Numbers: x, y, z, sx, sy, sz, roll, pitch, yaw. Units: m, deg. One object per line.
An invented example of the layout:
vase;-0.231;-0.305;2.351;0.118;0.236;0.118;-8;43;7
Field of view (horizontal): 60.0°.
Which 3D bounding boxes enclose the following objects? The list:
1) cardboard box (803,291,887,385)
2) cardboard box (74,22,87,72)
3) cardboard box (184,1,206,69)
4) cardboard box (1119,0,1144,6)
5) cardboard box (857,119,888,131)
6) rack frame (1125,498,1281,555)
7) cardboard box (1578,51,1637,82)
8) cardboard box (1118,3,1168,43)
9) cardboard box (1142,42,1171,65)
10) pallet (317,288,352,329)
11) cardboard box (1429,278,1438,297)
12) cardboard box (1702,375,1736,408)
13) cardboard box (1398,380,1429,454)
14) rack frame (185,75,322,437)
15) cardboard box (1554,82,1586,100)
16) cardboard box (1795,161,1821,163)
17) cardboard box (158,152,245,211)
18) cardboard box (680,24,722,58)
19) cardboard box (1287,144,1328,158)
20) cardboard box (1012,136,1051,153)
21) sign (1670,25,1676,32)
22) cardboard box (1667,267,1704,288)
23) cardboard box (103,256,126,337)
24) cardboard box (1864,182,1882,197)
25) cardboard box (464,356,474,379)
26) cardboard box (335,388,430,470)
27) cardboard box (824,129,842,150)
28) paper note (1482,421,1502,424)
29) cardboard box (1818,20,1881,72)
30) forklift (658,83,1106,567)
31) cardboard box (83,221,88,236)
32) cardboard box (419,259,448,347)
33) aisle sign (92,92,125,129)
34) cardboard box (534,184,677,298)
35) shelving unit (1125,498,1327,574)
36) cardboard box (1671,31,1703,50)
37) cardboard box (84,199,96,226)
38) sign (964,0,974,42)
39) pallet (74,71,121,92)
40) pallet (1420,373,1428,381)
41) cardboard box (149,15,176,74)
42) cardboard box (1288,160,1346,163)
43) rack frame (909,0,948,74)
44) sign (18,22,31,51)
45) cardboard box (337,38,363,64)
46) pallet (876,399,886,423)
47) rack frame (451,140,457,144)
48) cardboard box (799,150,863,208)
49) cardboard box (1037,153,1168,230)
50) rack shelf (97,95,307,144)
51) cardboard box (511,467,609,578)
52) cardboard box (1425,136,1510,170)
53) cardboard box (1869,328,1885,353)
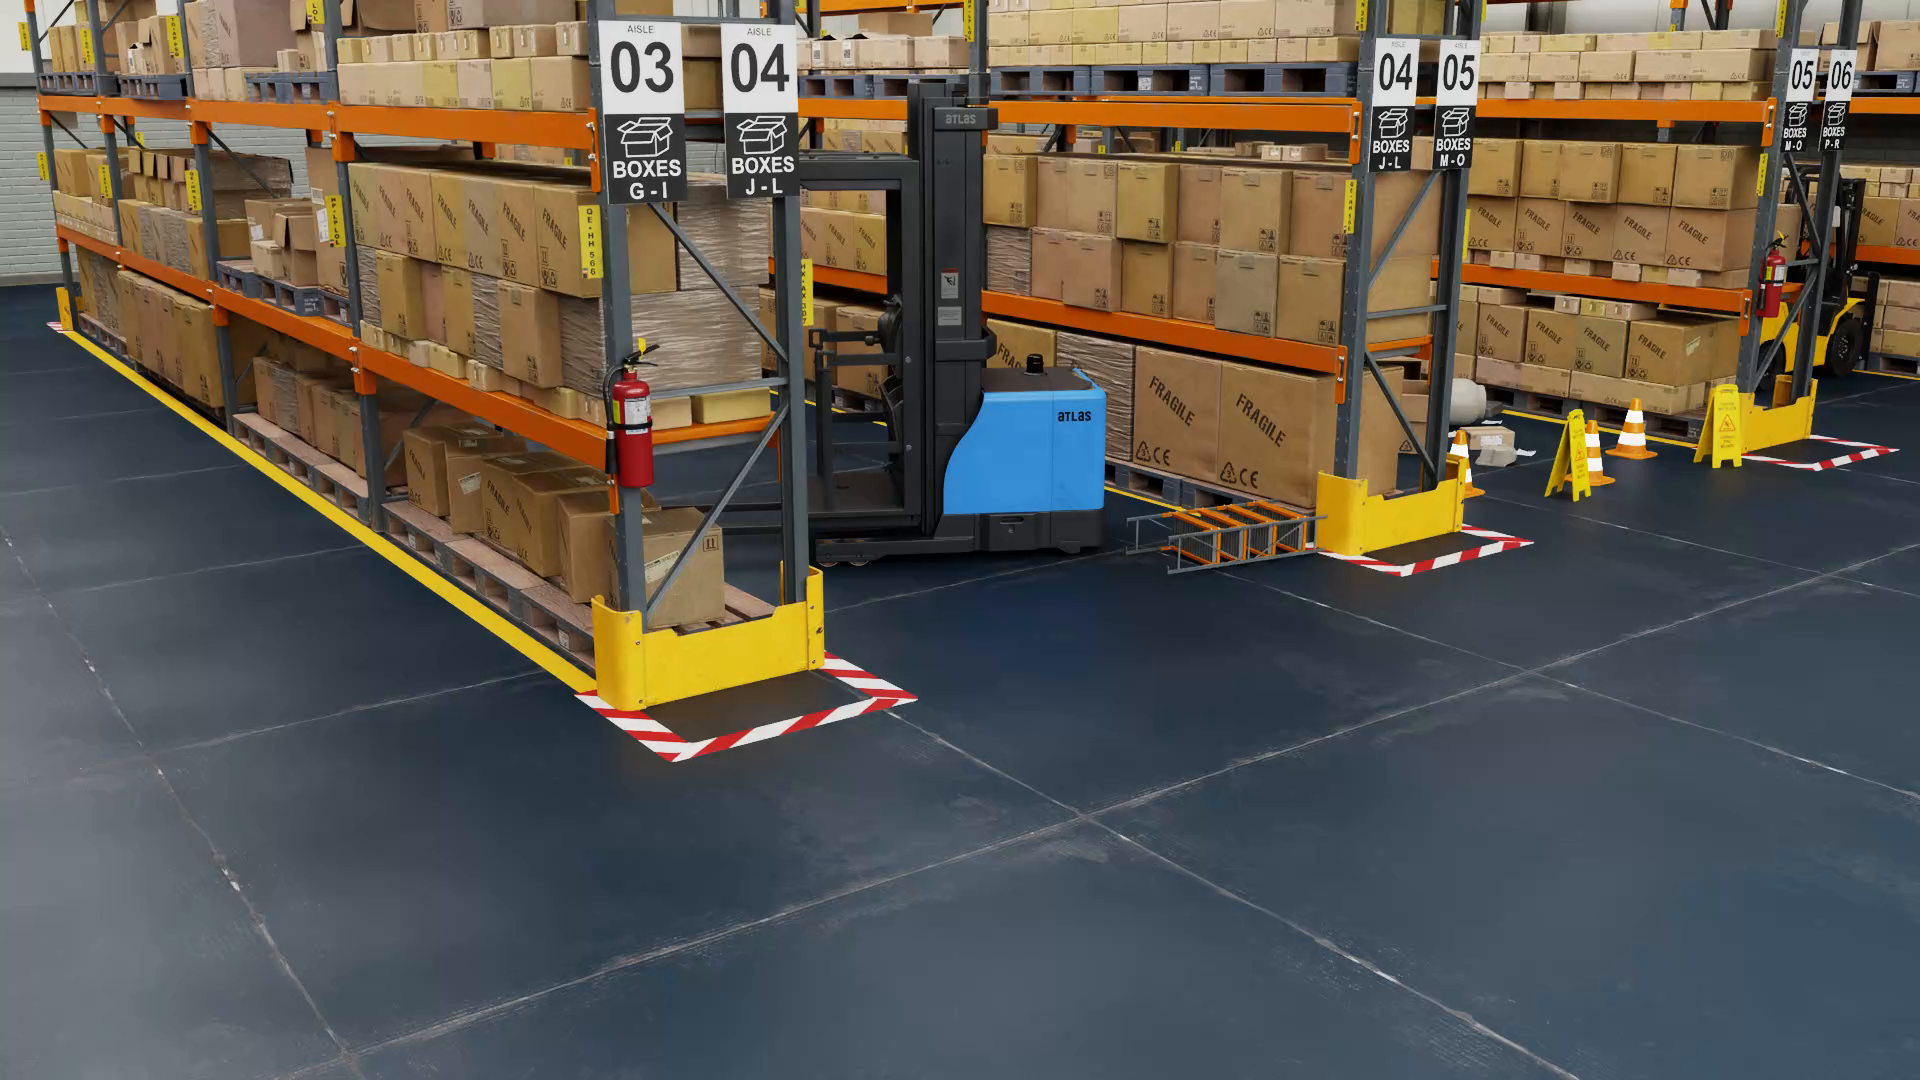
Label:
cardboard box;-1.041;-1.965;16.040;1.050;0.750;0.750;-11;19;-34
cardboard box;-9.088;-5.303;17.912;0.700;0.500;0.500;-10;18;-32
cardboard box;-5.846;-4.025;13.283;0.500;0.500;0.500;-11;19;-34
cardboard box;1.342;-3.829;11.684;0.380;0.149;0.250;-11;19;-35
cardboard box;-1.235;-5.909;23.670;0.380;0.149;0.250;-11;19;-35
rack frame;1.596;-0.091;10.851;1.200;0.240;0.015;-7;17;-25
cardboard box;5.683;-4.063;14.276;0.500;0.250;0.500;-10;18;-33
cardboard box;1.463;-3.621;11.679;0.500;0.250;0.500;-11;19;-34
cardboard box;1.495;-3.390;11.589;0.380;0.149;0.250;-11;19;-34
pallet;-3.895;-1.669;11.854;1.003;0.211;1.213;-11;19;-35
cardboard box;4.607;-2.461;16.148;0.380;0.149;0.250;-11;19;-34
cardboard box;6.554;-1.351;14.743;0.500;0.250;0.500;-11;19;-35
cardboard box;3.724;-1.038;13.914;0.637;0.503;0.797;4;16;13
rack frame;-5.915;-2.430;14.271;1.000;3.000;0.127;-11;19;-35
cardboard box;5.430;-3.939;14.579;0.380;0.149;0.250;-11;19;-35
cardboard box;9.513;-4.152;18.581;0.380;0.149;0.250;-11;19;-35
cardboard box;-7.112;-3.402;15.734;0.797;0.503;0.637;-10;18;-33
cardboard box;-1.186;-2.383;7.947;0.380;0.149;0.250;-11;19;-35
cardboard box;3.741;-4.192;17.933;0.380;0.149;0.250;-10;18;-31
cardboard box;0.991;-4.783;20.788;0.500;0.500;0.500;-11;19;-34
sign;8.033;-5.647;18.767;0.100;0.325;0.005;-11;19;-35
cardboard box;6.173;-2.222;13.988;0.380;0.149;0.250;-11;19;-35
cardboard box;-9.119;-2.807;18.879;0.875;0.875;0.875;-11;19;-35
cardboard box;9.613;-3.693;17.467;0.380;0.149;0.250;-11;19;-34
cardboard box;-2.603;-0.997;9.513;0.380;0.149;0.250;-11;19;-35
cardboard box;-4.172;-0.821;12.296;0.700;0.500;0.500;-11;19;-35
cardboard box;-1.638;-5.736;24.266;0.500;0.500;0.500;-11;19;-34
paper note;4.764;-1.059;14.888;0.148;0.019;0.142;10;18;33
cardboard box;9.526;-5.200;17.530;0.797;0.503;0.637;-10;18;-33
forklift;-0.619;-1.393;10.612;3.031;2.935;1.130;-2;15;-7
cardboard box;-9.616;-3.506;18.678;0.380;0.149;0.250;-10;18;-34
cardboard box;-2.707;-1.458;9.968;0.875;0.500;0.500;-11;19;-35
aisle sign;-10.418;-5.454;20.395;0.394;0.787;0.004;-11;19;-35
cardboard box;-1.734;-1.474;8.134;0.500;0.500;0.500;-11;19;-35
shelving unit;1.703;-0.033;10.640;1.200;0.258;0.503;-7;17;-25
cardboard box;6.082;-4.109;13.689;0.380;0.149;0.250;-11;19;-35
cardboard box;-9.345;-3.627;18.368;0.500;0.250;0.500;-10;18;-33
sign;0.075;-4.085;13.063;0.100;0.325;0.005;-11;19;-35
pallet;-8.739;-4.864;17.652;1.003;0.211;1.213;-11;19;-35
pallet;4.877;-1.631;16.634;1.003;0.211;1.213;-11;19;-35
cardboard box;-6.910;-4.417;14.865;0.500;0.500;0.500;-10;18;-32
cardboard box;3.703;-3.677;17.279;0.500;0.500;0.500;-11;19;-34
rack frame;-0.251;-7.716;22.220;1.000;3.000;0.127;-11;19;-35
sign;-11.071;-5.960;19.680;0.100;0.325;0.005;-11;19;-35
cardboard box;-3.621;-3.025;10.293;0.380;0.149;0.250;-12;19;-36
pallet;-0.006;-1.132;14.812;1.003;0.211;1.213;-11;19;-35
rack frame;-6.547;-4.886;23.246;1.000;3.000;0.127;-11;19;-35
cardboard box;-1.289;-3.503;16.110;0.700;0.500;0.500;-11;19;-35
cardboard box;1.115;-2.733;13.051;0.875;0.550;0.550;-11;19;-35
rack shelf;-7.091;-3.956;15.530;1.077;0.370;4.000;-11;19;-35
cardboard box;-2.297;-0.113;9.747;0.500;0.500;0.500;-9;18;-29
cardboard box;4.819;-3.548;15.709;0.700;0.500;0.500;-11;19;-34
cardboard box;9.714;-2.174;17.751;0.500;0.250;0.500;-11;19;-34
